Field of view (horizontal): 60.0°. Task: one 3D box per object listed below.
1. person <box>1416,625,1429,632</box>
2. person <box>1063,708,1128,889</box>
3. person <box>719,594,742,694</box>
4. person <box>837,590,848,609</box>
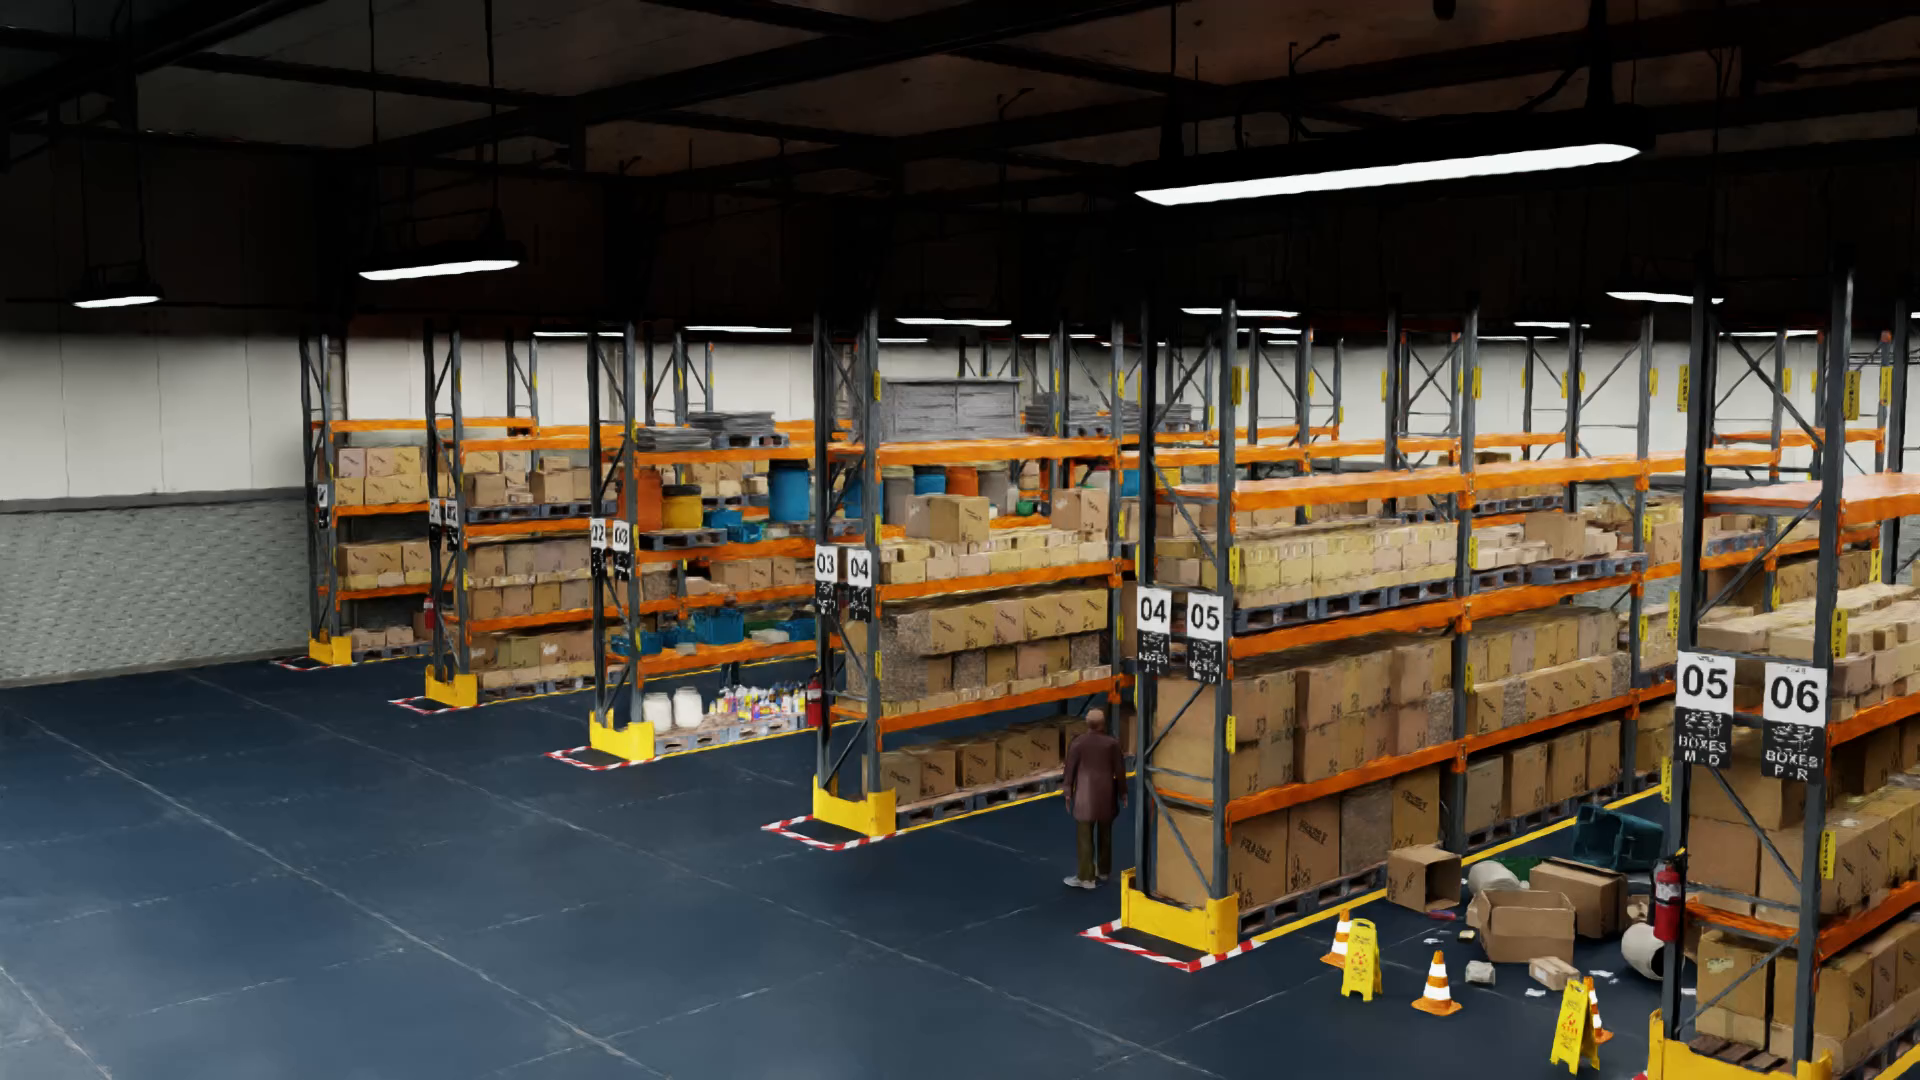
[{"bbox_3d":[6.538,1.999,23.378,1.019,1.612,0.455,-6,8,-44],"label":"person"},{"bbox_3d":[1.358,2.570,16.785,0.677,1.775,0.636,-1,6,-12],"label":"person"},{"bbox_3d":[-3.664,1.657,26.762,0.406,1.600,0.468,2,6,18],"label":"person"},{"bbox_3d":[-2.420,0.676,35.956,1.106,1.686,0.583,-6,8,-44],"label":"person"}]
